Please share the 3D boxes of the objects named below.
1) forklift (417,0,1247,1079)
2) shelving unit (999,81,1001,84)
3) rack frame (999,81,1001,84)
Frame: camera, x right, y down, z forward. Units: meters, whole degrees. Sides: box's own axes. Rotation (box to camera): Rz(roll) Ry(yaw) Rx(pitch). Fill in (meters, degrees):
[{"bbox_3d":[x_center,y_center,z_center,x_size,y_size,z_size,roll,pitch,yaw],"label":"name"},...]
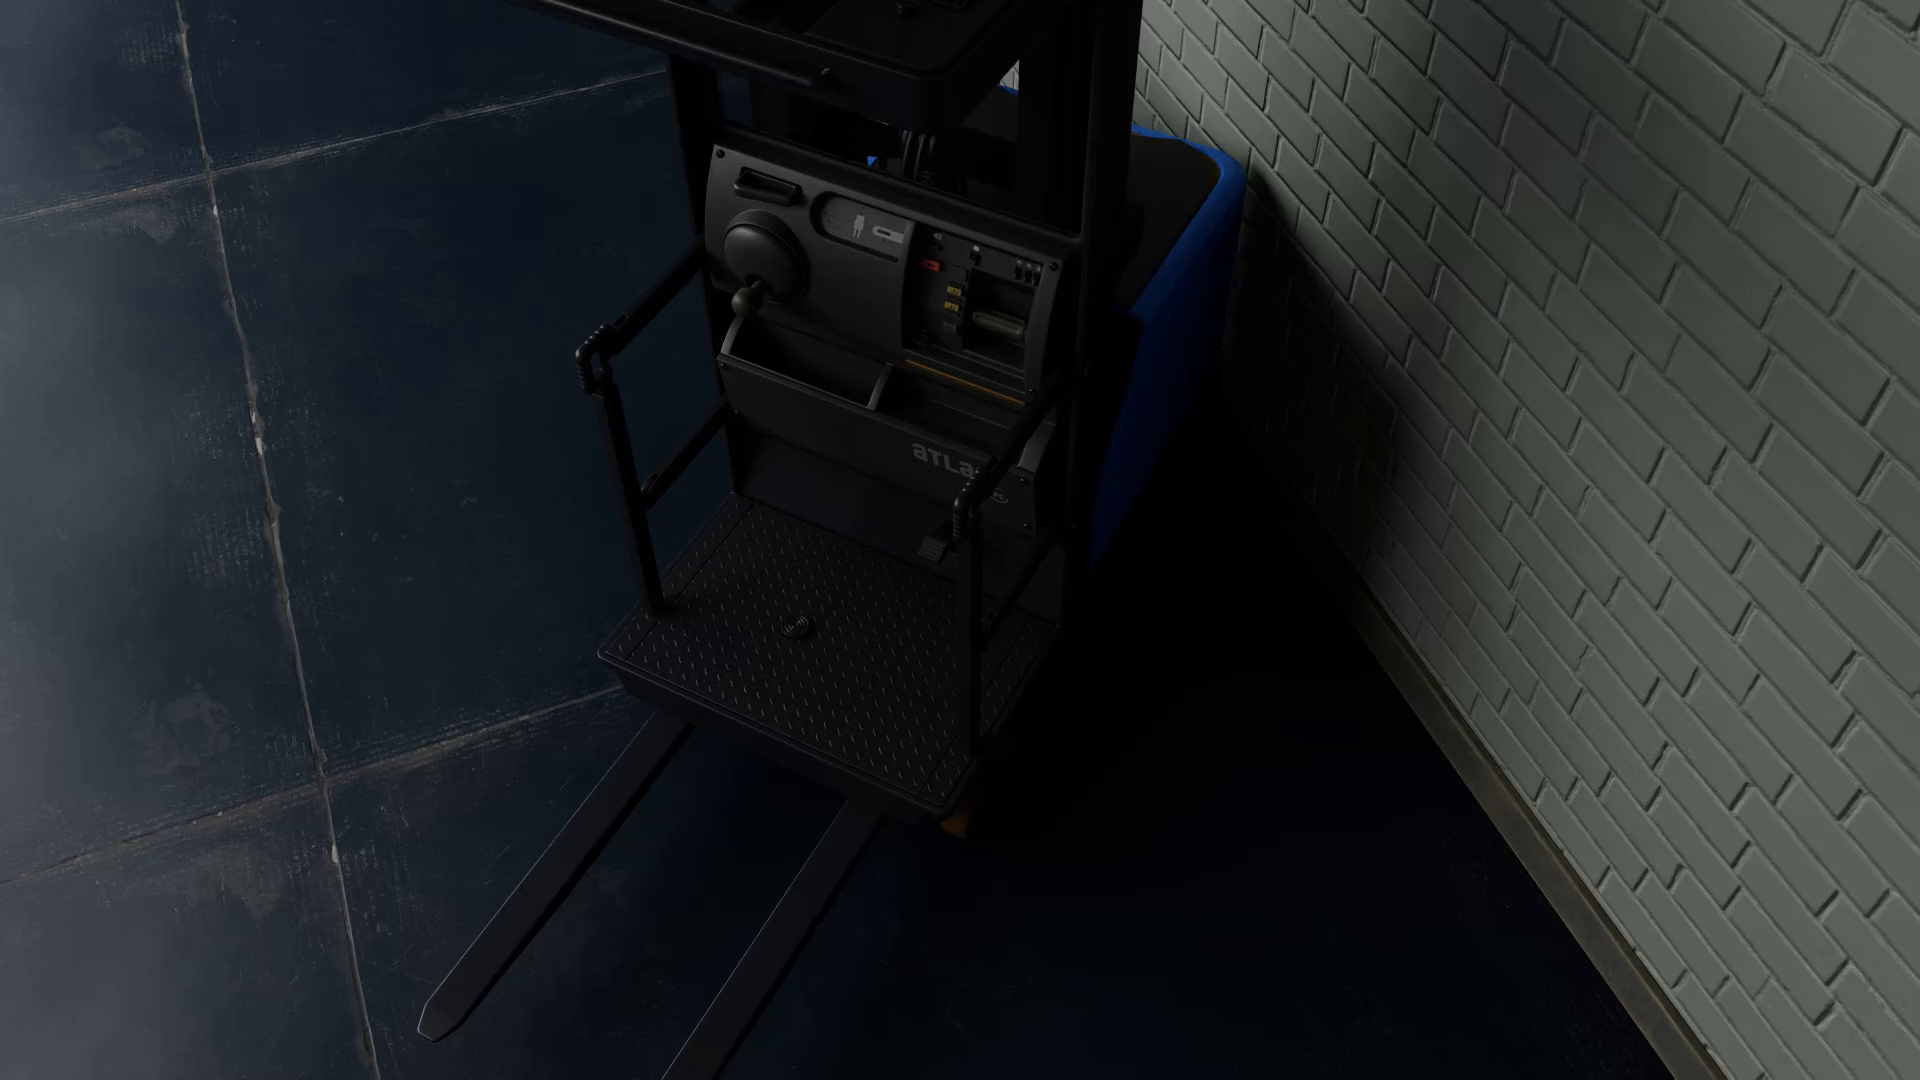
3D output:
[{"bbox_3d":[-0.291,-0.538,3.780,1.130,2.935,3.031,22,53,18],"label":"forklift"},{"bbox_3d":[-0.149,-1.208,5.497,0.503,1.200,0.258,-17,52,-14],"label":"shelving unit"},{"bbox_3d":[0.077,-1.279,5.557,0.015,1.200,0.240,-17,52,-14],"label":"rack frame"}]
